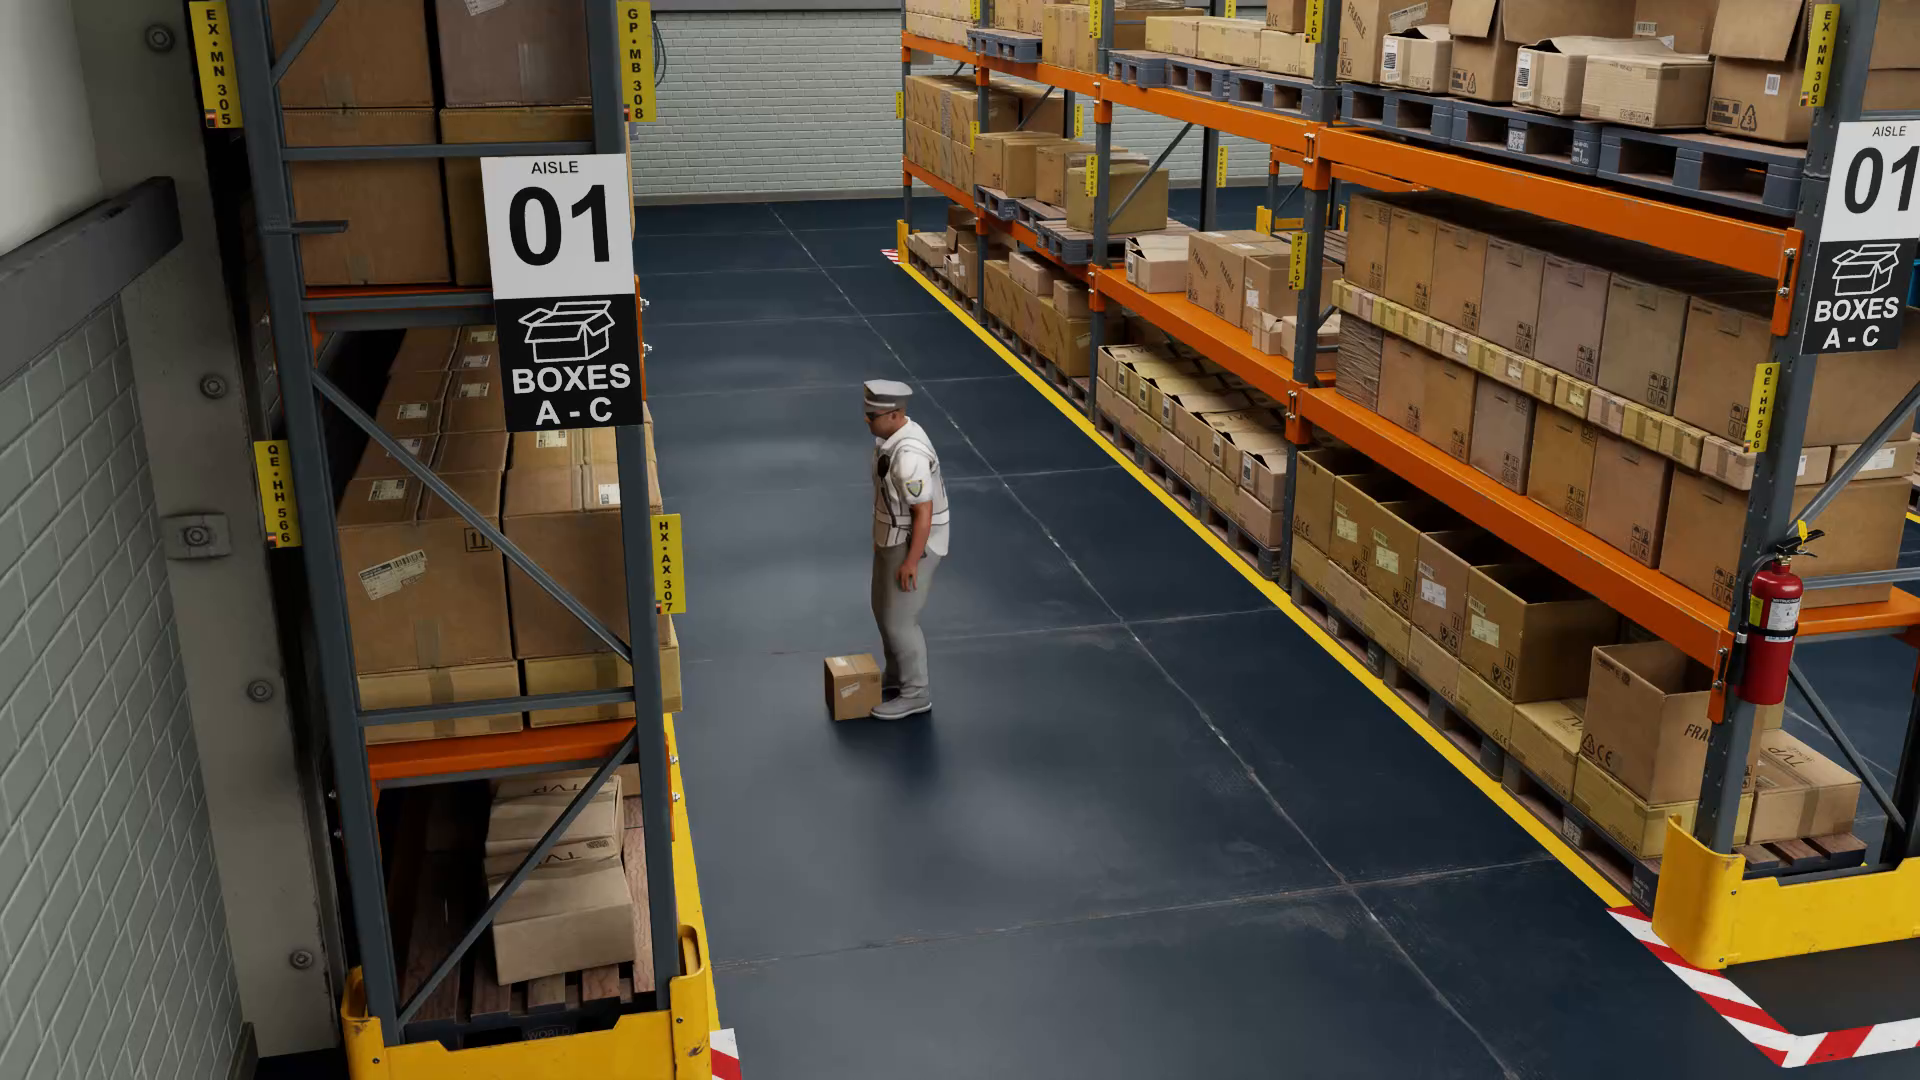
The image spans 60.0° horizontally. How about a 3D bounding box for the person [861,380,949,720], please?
[{"bbox_3d":[-0.289,0.031,8.473,0.437,1.747,0.596,-6,20,-15],"label":"person"}]
